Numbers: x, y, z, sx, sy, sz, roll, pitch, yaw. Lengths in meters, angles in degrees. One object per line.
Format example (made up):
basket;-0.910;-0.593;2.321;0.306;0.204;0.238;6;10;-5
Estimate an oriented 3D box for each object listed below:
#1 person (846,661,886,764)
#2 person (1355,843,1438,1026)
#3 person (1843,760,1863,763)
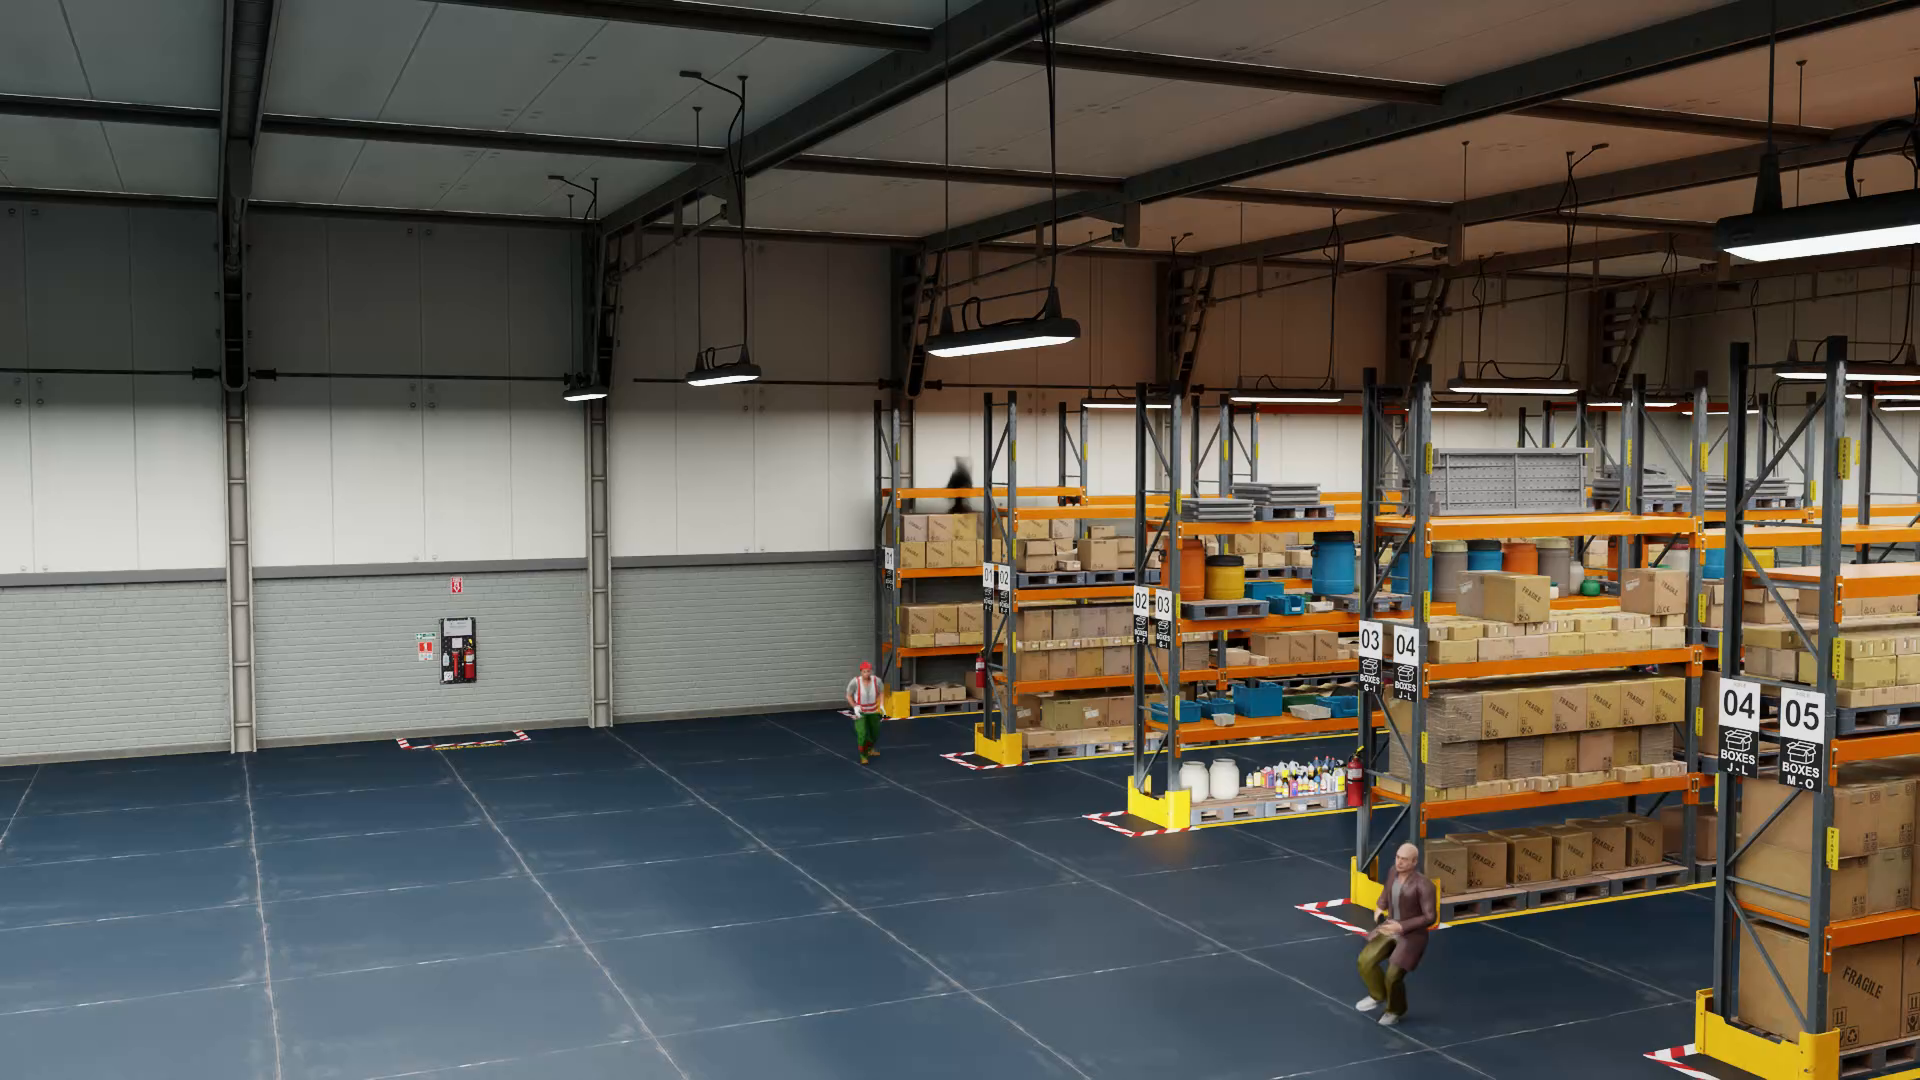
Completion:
person;-1.535;2.762;26.787;0.637;1.693;0.850;-1;3;-17
person;3.817;3.496;14.647;0.697;1.707;0.903;-2;4;-35
person;9.900;3.225;18.385;0.760;1.736;0.755;-2;4;-30
